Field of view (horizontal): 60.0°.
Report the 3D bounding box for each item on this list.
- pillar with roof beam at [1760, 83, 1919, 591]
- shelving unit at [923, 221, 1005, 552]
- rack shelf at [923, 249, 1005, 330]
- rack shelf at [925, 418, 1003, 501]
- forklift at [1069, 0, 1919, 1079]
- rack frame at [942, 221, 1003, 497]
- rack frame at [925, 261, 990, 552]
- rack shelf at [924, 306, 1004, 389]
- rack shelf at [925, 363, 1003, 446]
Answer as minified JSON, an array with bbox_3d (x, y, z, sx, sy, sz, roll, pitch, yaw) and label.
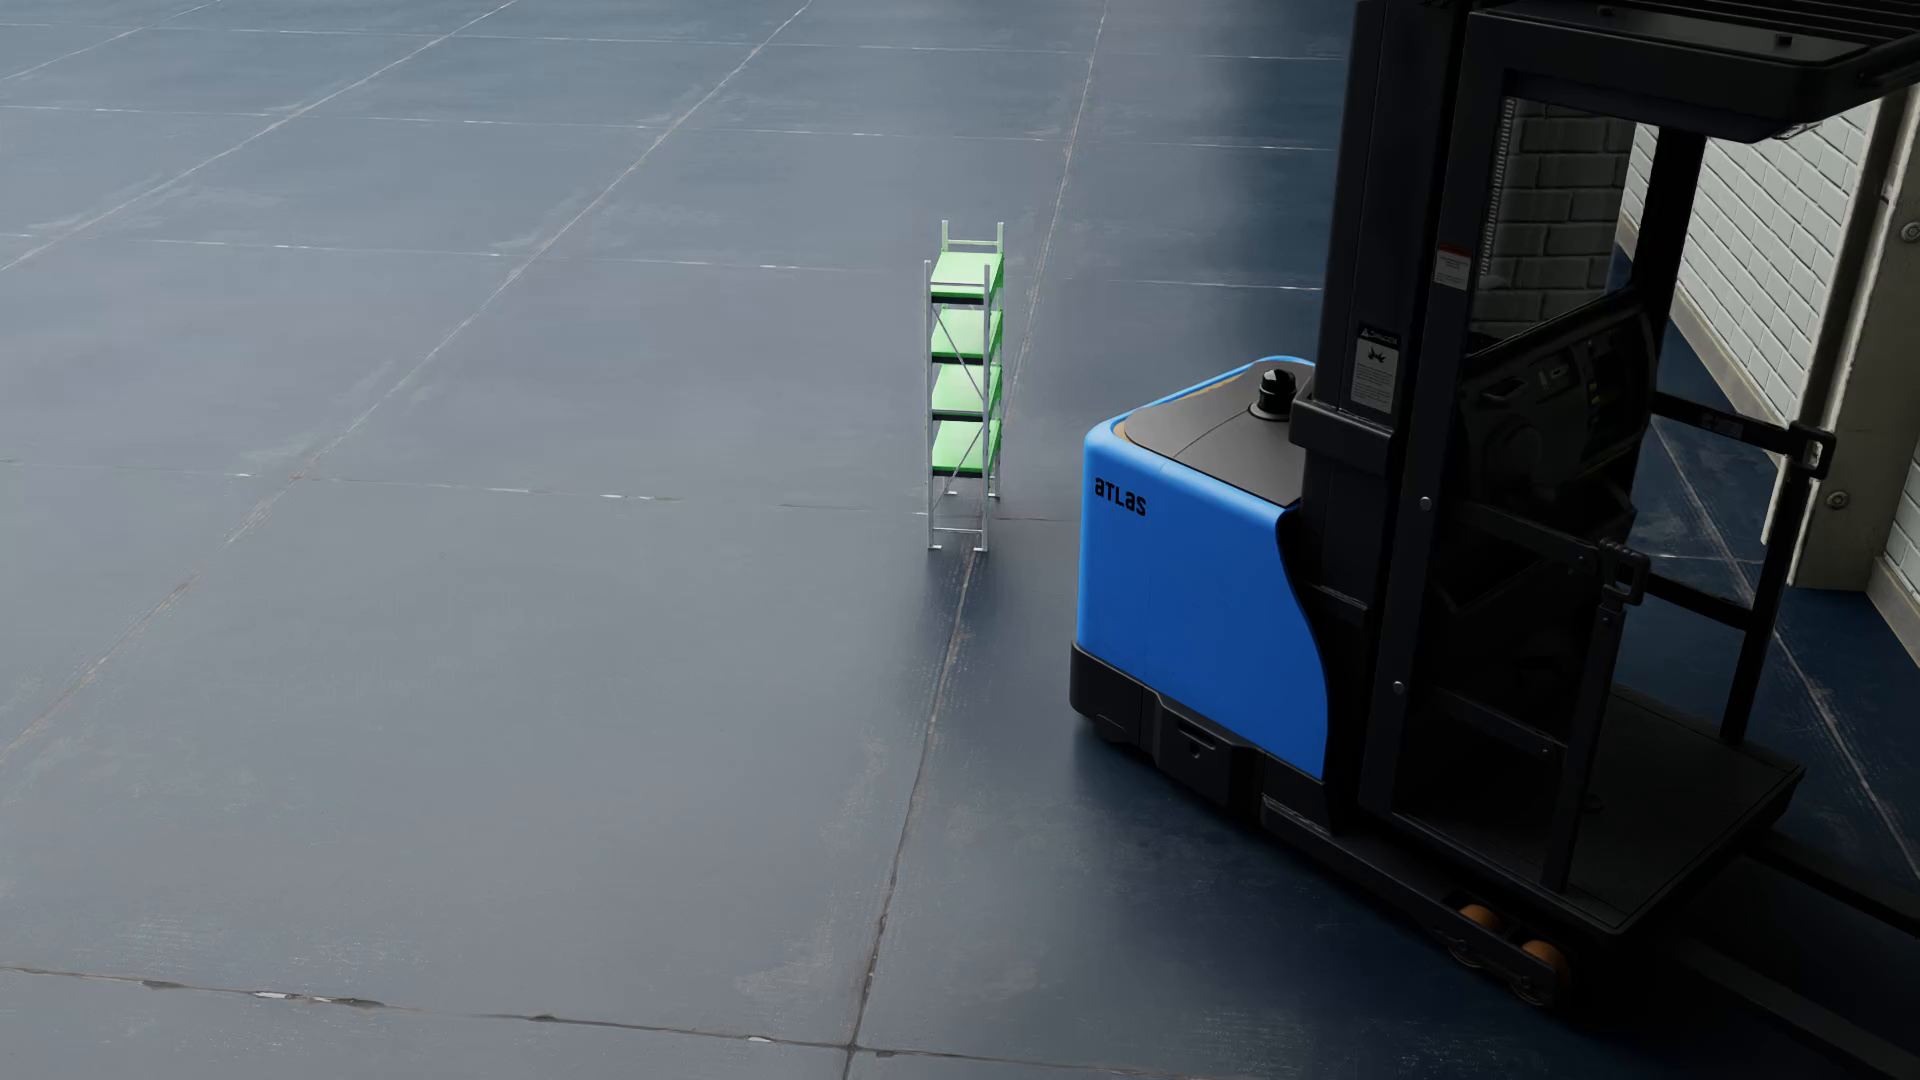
[{"bbox_3d":[-0.891,-4.115,4.901,9.100,9.000,0.400,3,28,6],"label":"pillar with roof beam"},{"bbox_3d":[0.020,-0.606,6.610,0.258,1.200,0.503,3,28,6],"label":"shelving unit"},{"bbox_3d":[0.020,-0.972,6.413,0.258,0.148,0.480,3,28,6],"label":"rack shelf"},{"bbox_3d":[0.020,-0.339,6.754,0.258,0.148,0.480,3,28,6],"label":"rack shelf"},{"bbox_3d":[1.728,-0.323,4.260,1.130,2.935,3.031,-23,36,-36],"label":"forklift"},{"bbox_3d":[0.050,-0.721,6.823,0.240,1.200,0.015,3,28,6],"label":"rack frame"},{"bbox_3d":[-0.010,-0.491,6.397,0.240,1.200,0.015,3,28,6],"label":"rack frame"},{"bbox_3d":[0.020,-0.761,6.527,0.258,0.148,0.480,3,28,6],"label":"rack shelf"},{"bbox_3d":[0.020,-0.550,6.640,0.258,0.148,0.480,3,28,6],"label":"rack shelf"}]
